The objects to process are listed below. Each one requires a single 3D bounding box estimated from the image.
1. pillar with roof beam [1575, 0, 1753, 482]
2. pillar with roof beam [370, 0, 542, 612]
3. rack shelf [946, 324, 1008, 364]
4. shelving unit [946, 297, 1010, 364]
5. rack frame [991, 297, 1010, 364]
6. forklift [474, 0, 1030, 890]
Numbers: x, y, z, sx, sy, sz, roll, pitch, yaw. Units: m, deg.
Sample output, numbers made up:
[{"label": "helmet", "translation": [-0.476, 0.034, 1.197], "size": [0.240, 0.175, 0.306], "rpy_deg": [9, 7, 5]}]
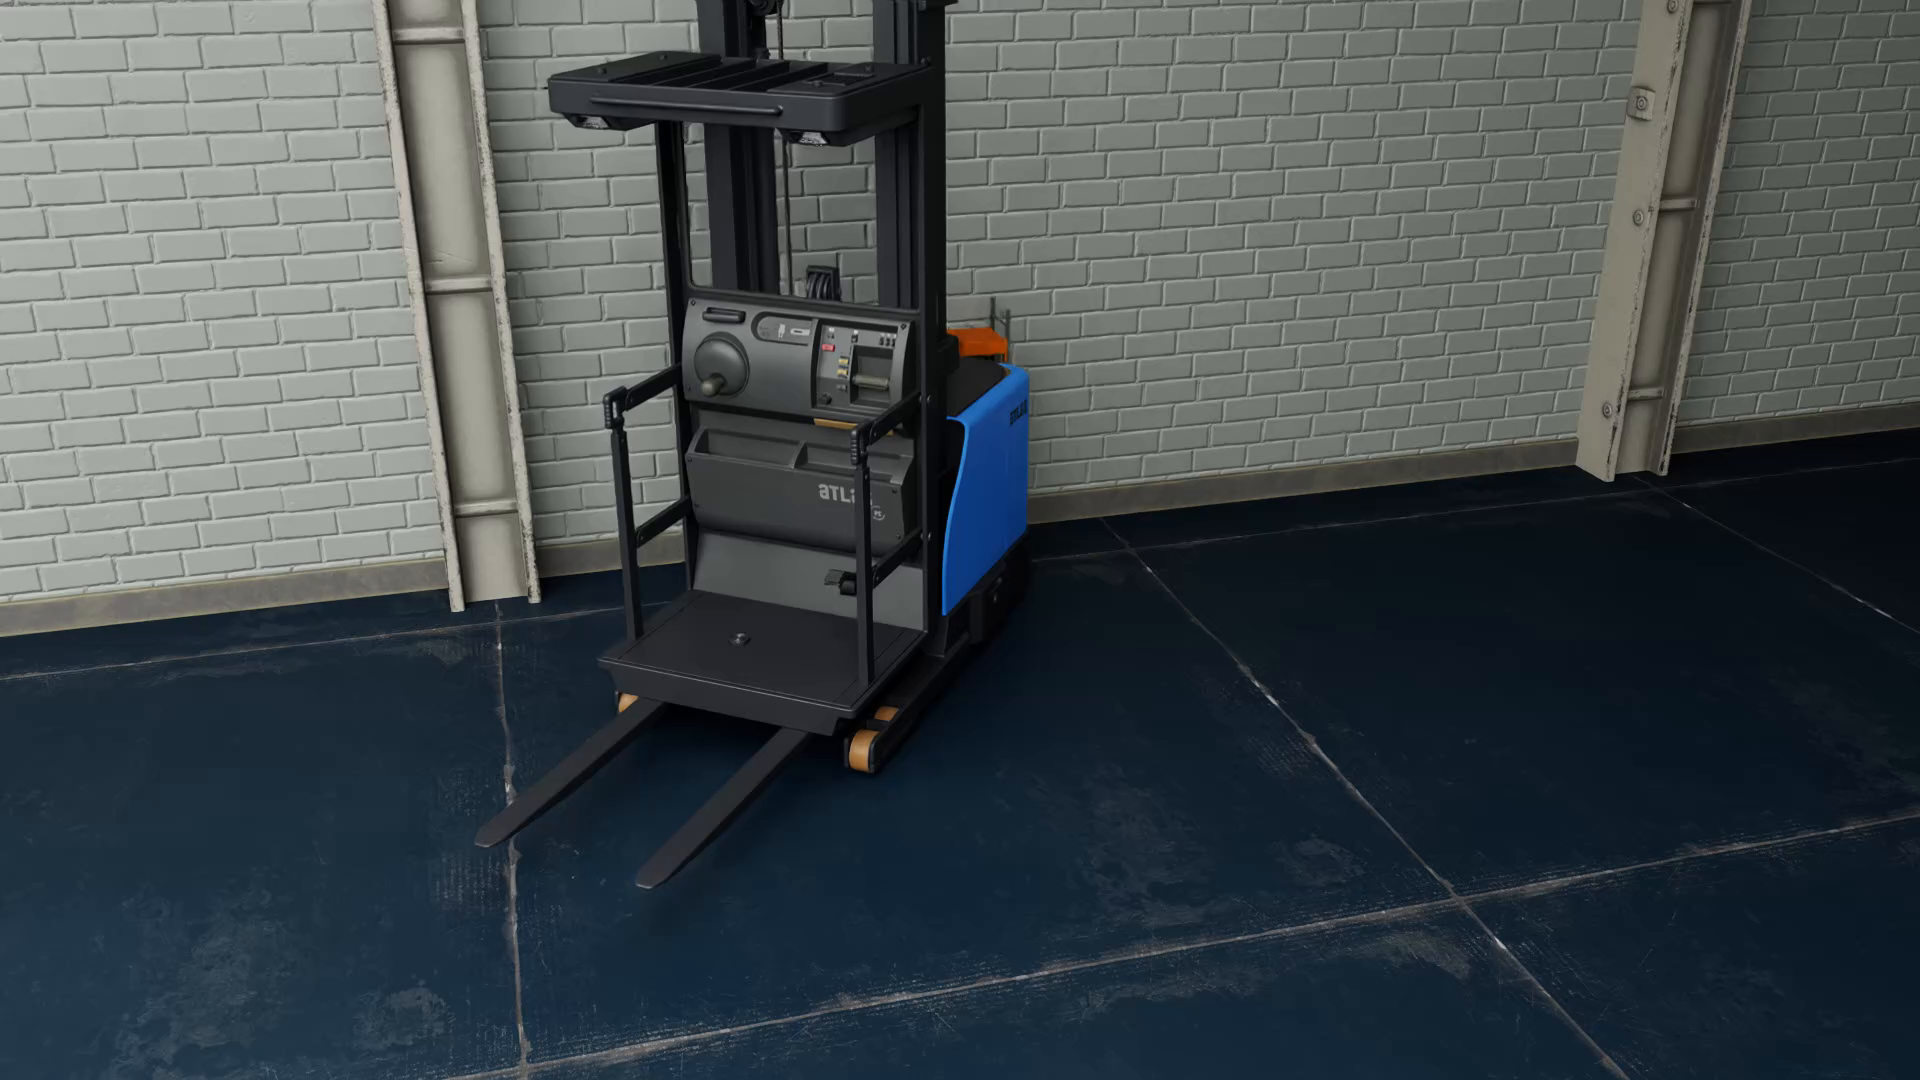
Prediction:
[{"label": "pillar with roof beam", "translation": [4.799, -2.895, 3.584], "size": [0.400, 9.000, 9.100], "rpy_deg": [-6, 24, -14]}, {"label": "pillar with roof beam", "translation": [-0.978, -2.256, 2.094], "size": [0.400, 9.000, 9.100], "rpy_deg": [-6, 24, -14]}, {"label": "rack shelf", "translation": [-0.044, -0.890, 7.799], "size": [0.480, 0.148, 0.258], "rpy_deg": [-7, 24, -16]}, {"label": "shelving unit", "translation": [-0.046, -0.527, 7.951], "size": [0.503, 1.200, 0.258], "rpy_deg": [-7, 24, -16]}, {"label": "rack frame", "translation": [0.188, -0.554, 8.017], "size": [0.015, 1.200, 0.240], "rpy_deg": [-7, 24, -16]}, {"label": "forklift", "translation": [-0.702, -0.662, 6.077], "size": [1.130, 2.935, 3.031], "rpy_deg": [9, 25, 20]}]
